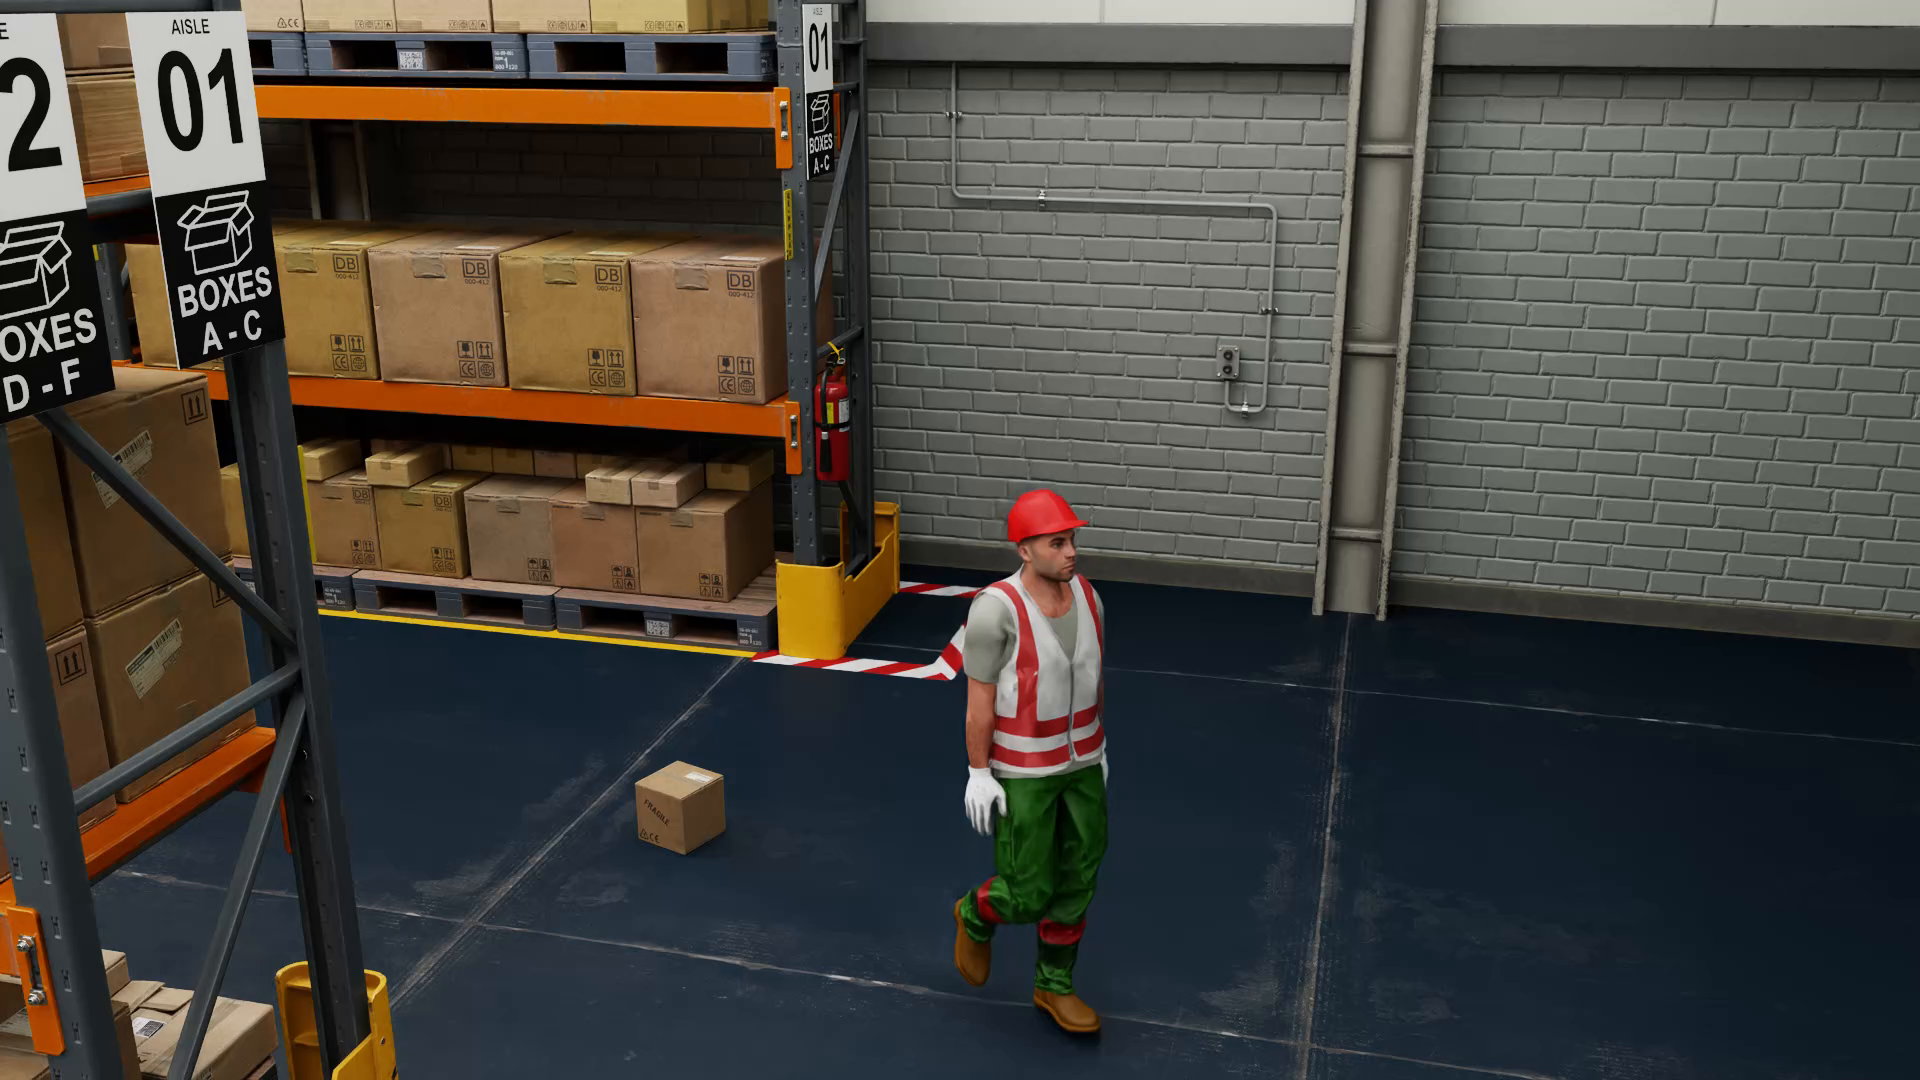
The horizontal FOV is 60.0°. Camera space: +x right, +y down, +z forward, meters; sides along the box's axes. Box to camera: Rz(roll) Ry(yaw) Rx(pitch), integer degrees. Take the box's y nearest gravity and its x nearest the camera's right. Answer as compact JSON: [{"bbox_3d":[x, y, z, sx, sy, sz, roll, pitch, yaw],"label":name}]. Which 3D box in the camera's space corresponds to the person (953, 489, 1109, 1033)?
[{"bbox_3d":[0.238,0.700,5.280,0.563,1.779,0.571,-12,22,-33],"label":"person"}]
